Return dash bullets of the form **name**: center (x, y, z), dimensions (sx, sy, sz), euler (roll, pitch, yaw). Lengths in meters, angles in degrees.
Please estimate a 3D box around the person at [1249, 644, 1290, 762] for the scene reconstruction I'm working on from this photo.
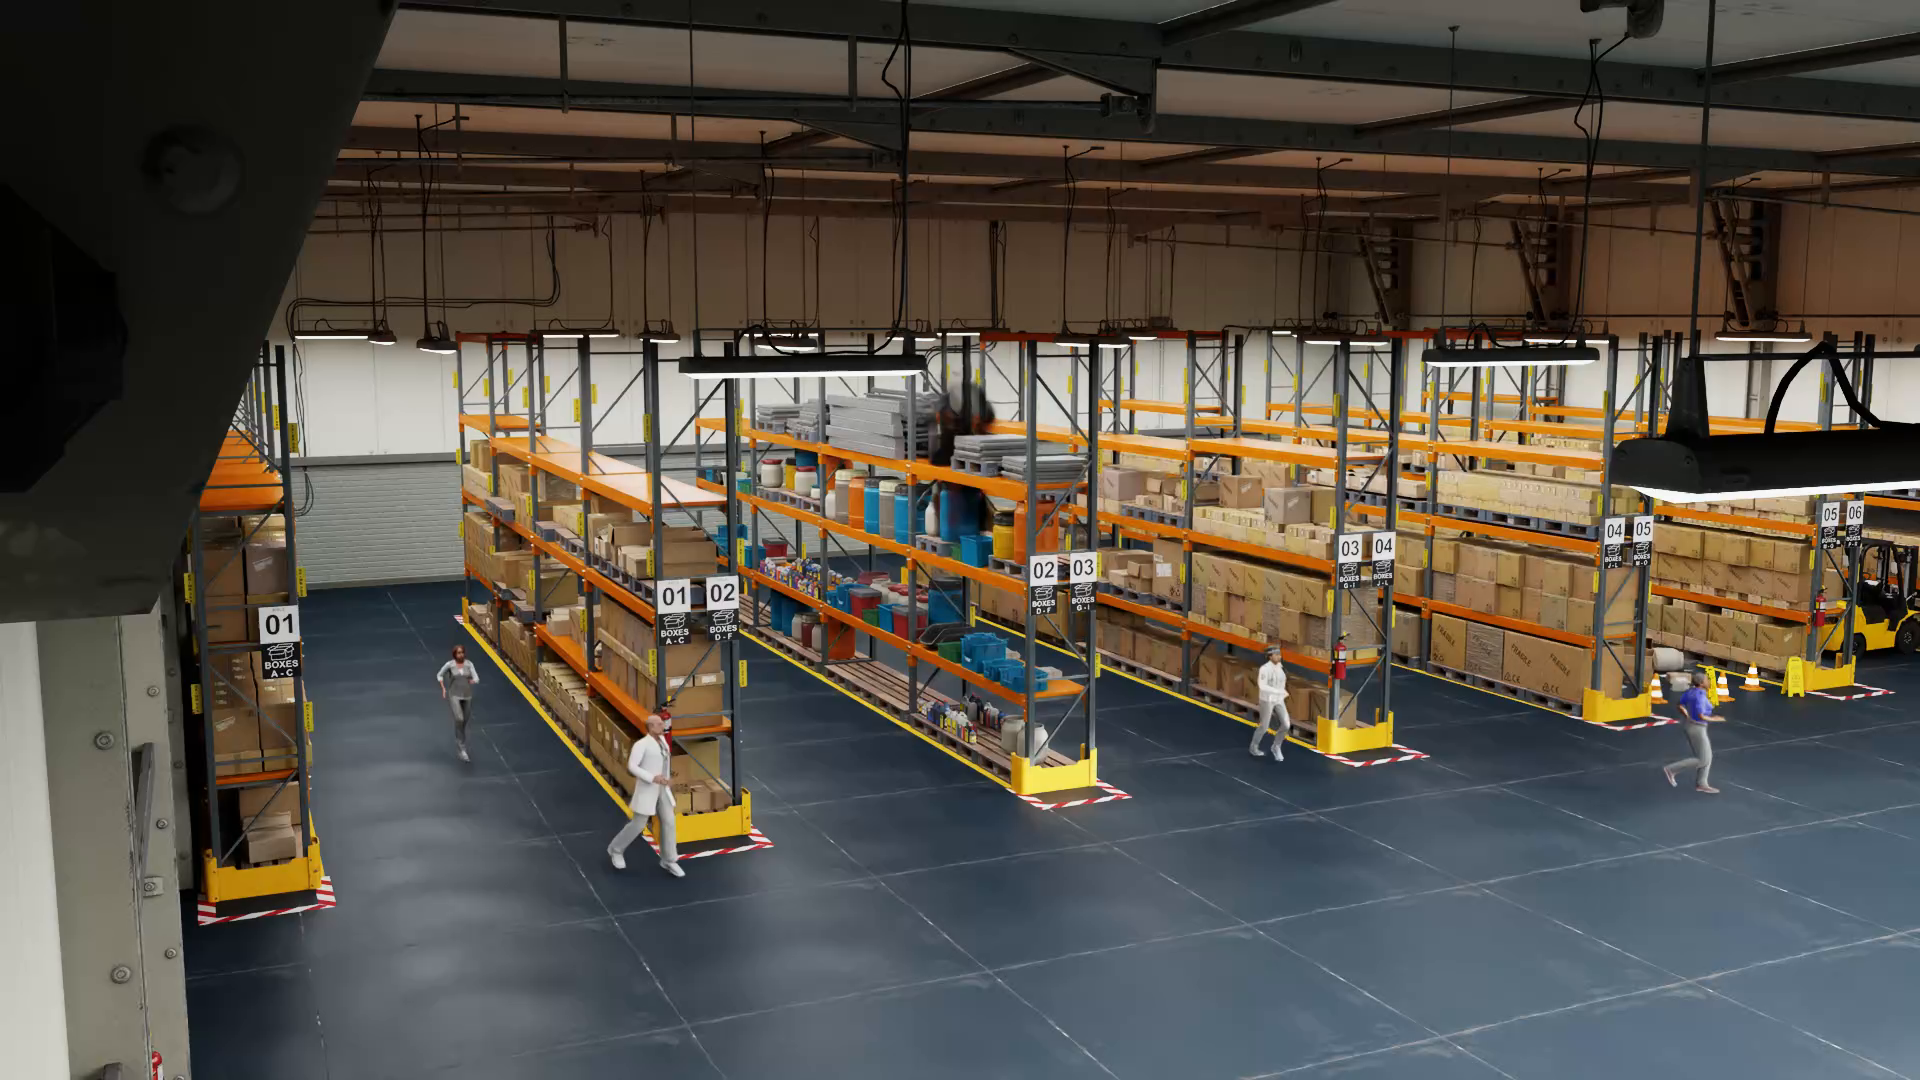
- **person**: center (4.464, 2.325, 23.690), dimensions (0.639, 1.739, 0.696), euler (-6, 9, -35)

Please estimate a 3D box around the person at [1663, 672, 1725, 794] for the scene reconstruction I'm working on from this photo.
- **person**: center (9.742, 2.559, 22.105), dimensions (0.744, 1.614, 0.583), euler (1, 8, 8)

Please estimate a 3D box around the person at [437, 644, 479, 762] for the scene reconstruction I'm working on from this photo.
- **person**: center (-7.205, 2.306, 23.954), dimensions (0.517, 1.630, 0.784), euler (-6, 9, -35)

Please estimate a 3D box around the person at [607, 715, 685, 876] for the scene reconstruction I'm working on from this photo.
- **person**: center (-3.499, 2.891, 19.067), dimensions (1.021, 1.772, 0.763), euler (4, 9, 29)
